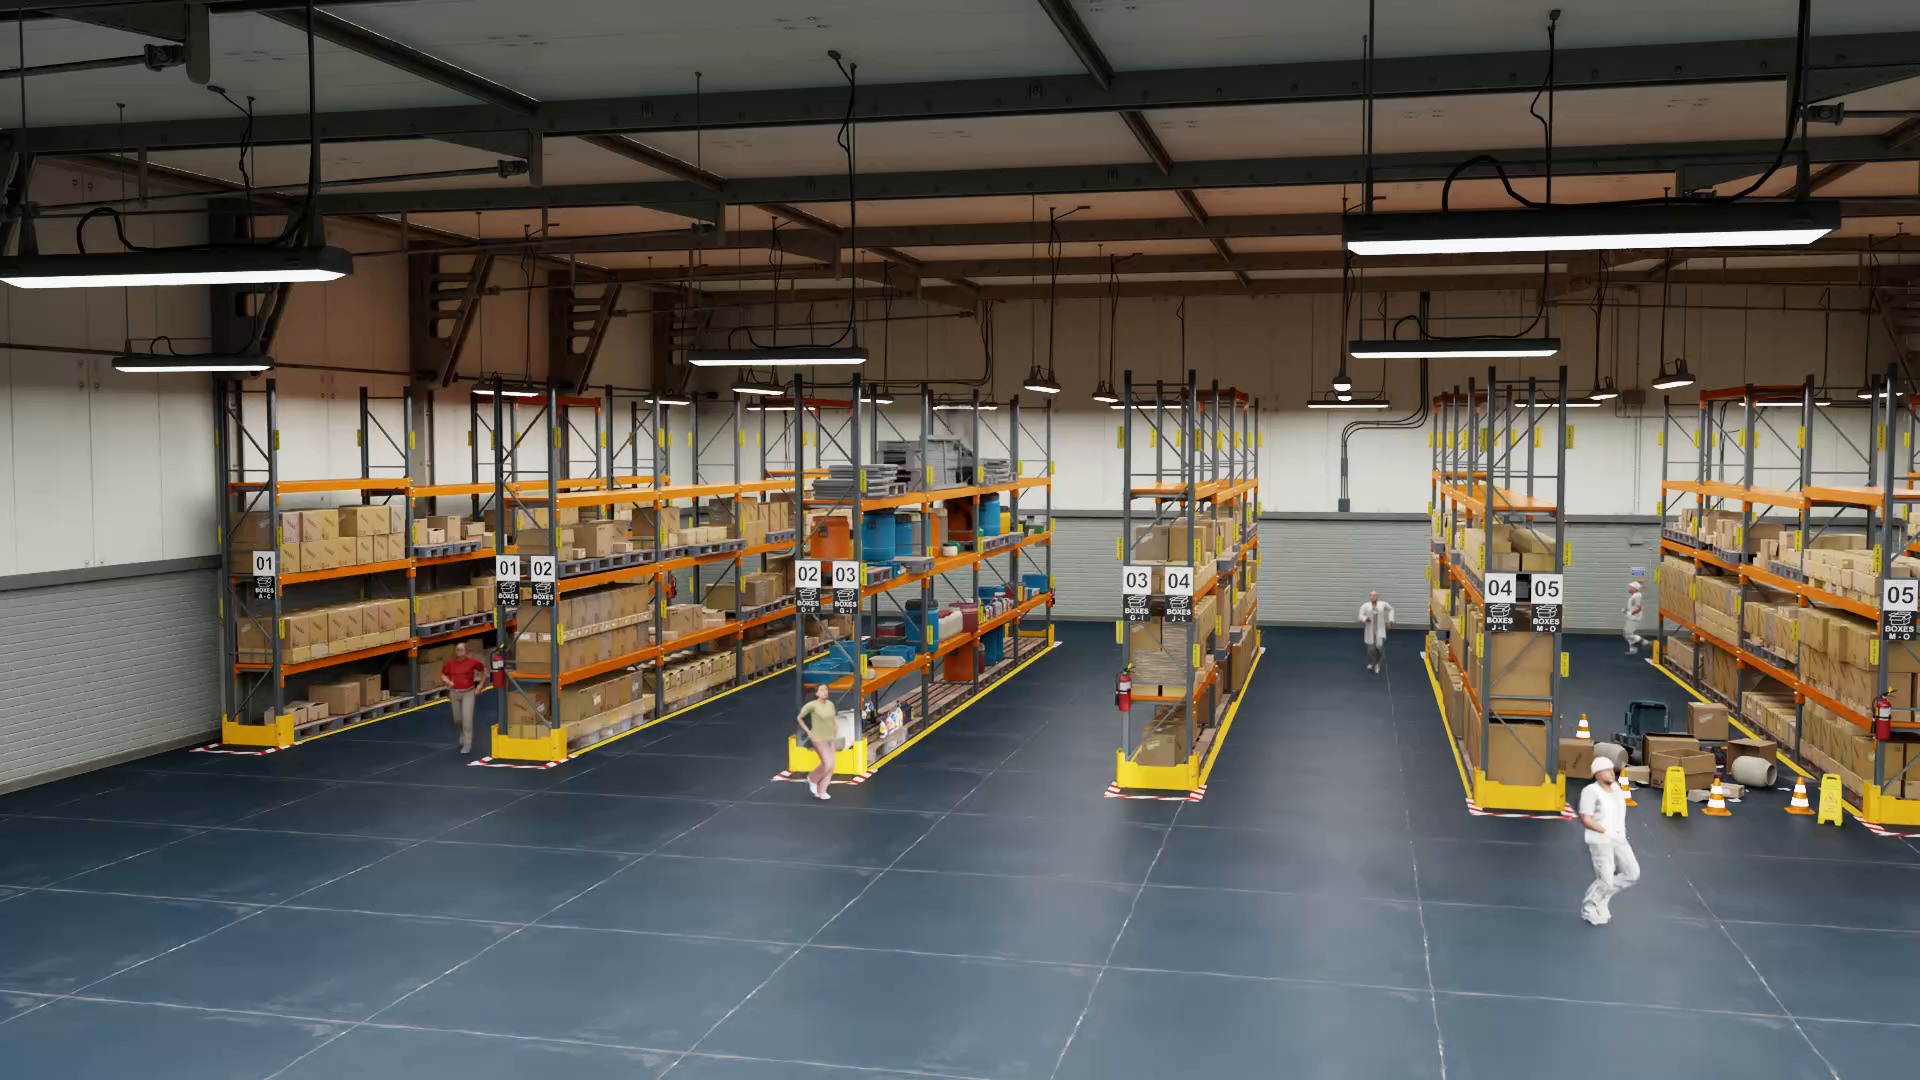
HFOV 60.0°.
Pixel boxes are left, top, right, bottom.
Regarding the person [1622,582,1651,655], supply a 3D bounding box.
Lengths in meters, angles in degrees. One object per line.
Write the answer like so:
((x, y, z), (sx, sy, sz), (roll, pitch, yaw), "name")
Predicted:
((15.710, 1.831, 38.629), (0.654, 1.730, 0.692), (2, 4, 26), "person")

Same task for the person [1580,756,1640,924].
((6.691, 3.099, 17.125), (0.695, 1.736, 0.568), (-2, 4, -35), "person")

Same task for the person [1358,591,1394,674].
((8.933, 1.974, 35.711), (0.726, 1.775, 0.938), (1, 4, 18), "person")

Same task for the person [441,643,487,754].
((-8.024, 2.550, 26.836), (0.707, 1.643, 0.972), (0, 3, 0), "person")

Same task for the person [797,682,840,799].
((-1.912, 2.802, 23.209), (0.584, 1.630, 0.514), (-3, 5, -42), "person")
